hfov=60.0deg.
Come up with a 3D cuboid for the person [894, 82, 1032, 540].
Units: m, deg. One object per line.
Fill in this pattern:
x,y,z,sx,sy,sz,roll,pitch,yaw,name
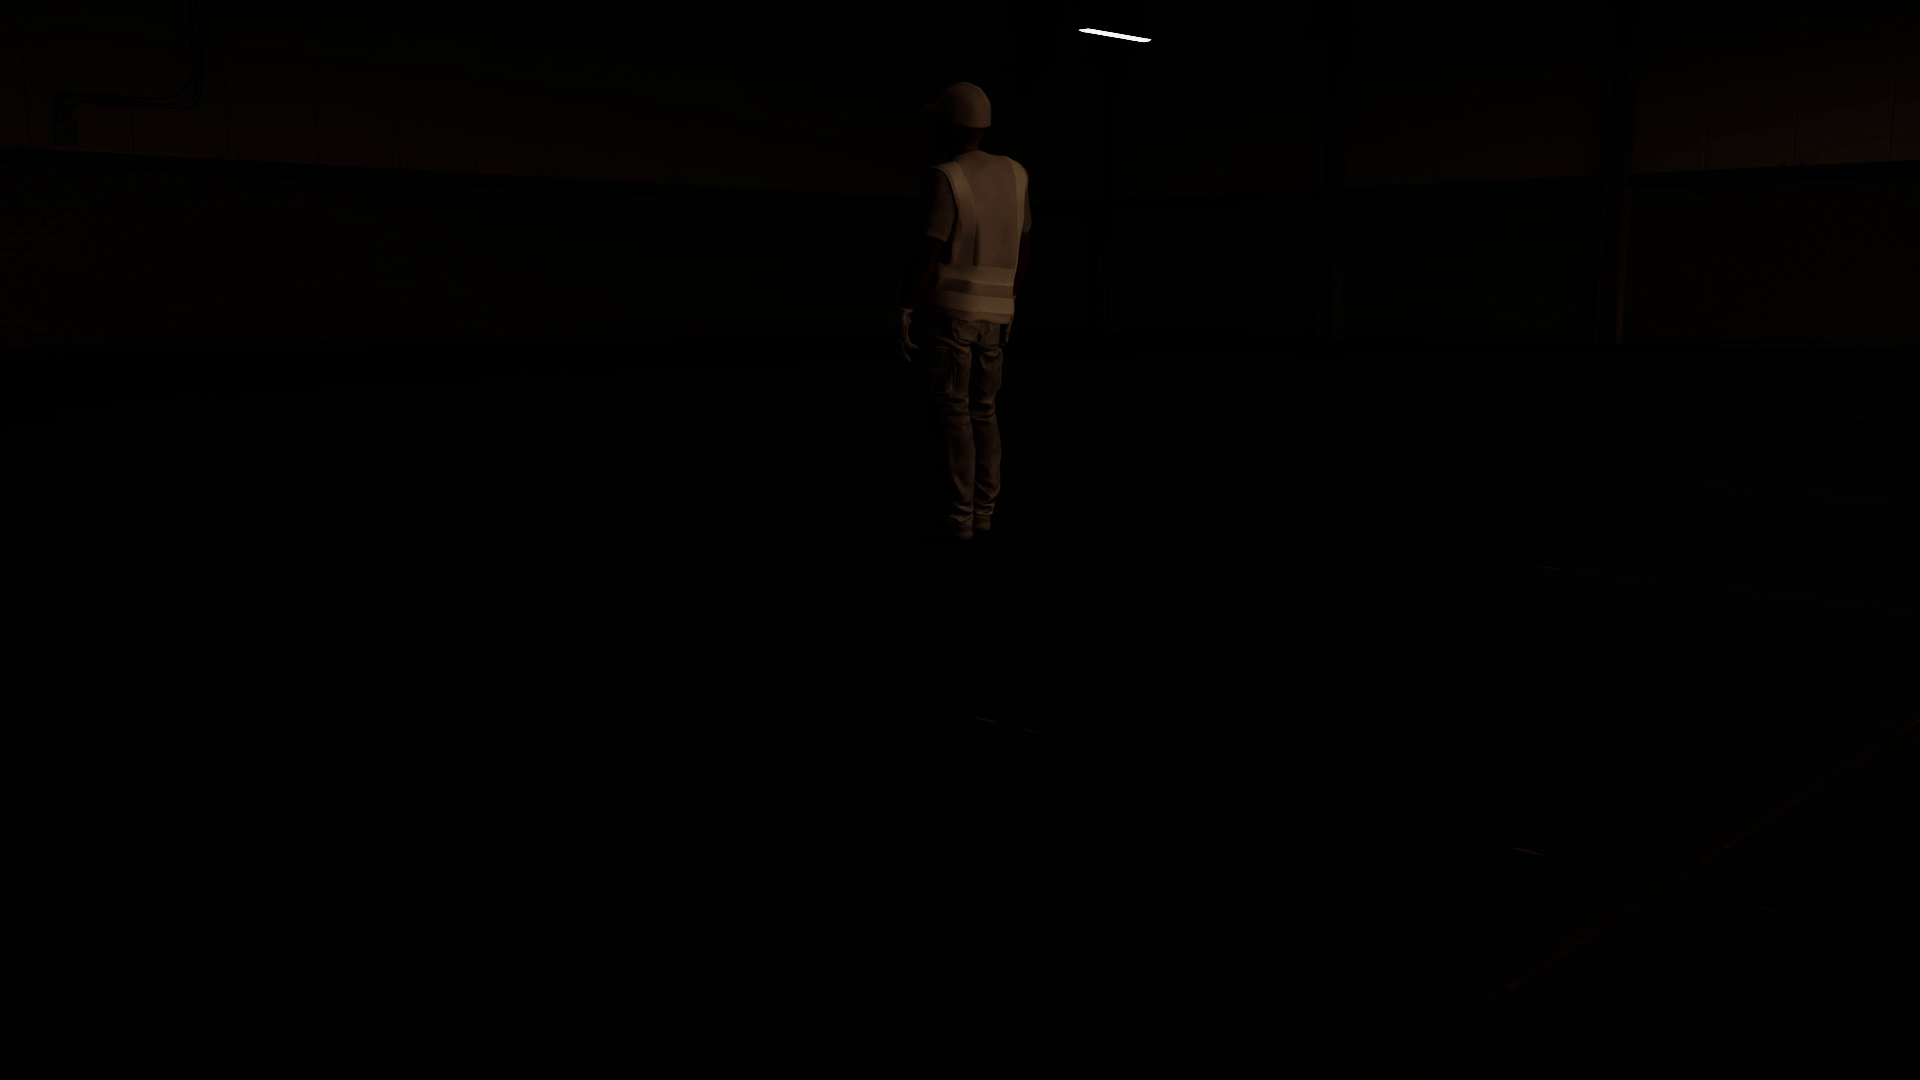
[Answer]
-0.045,-0.897,6.639,0.577,1.782,0.656,8,12,43,person
